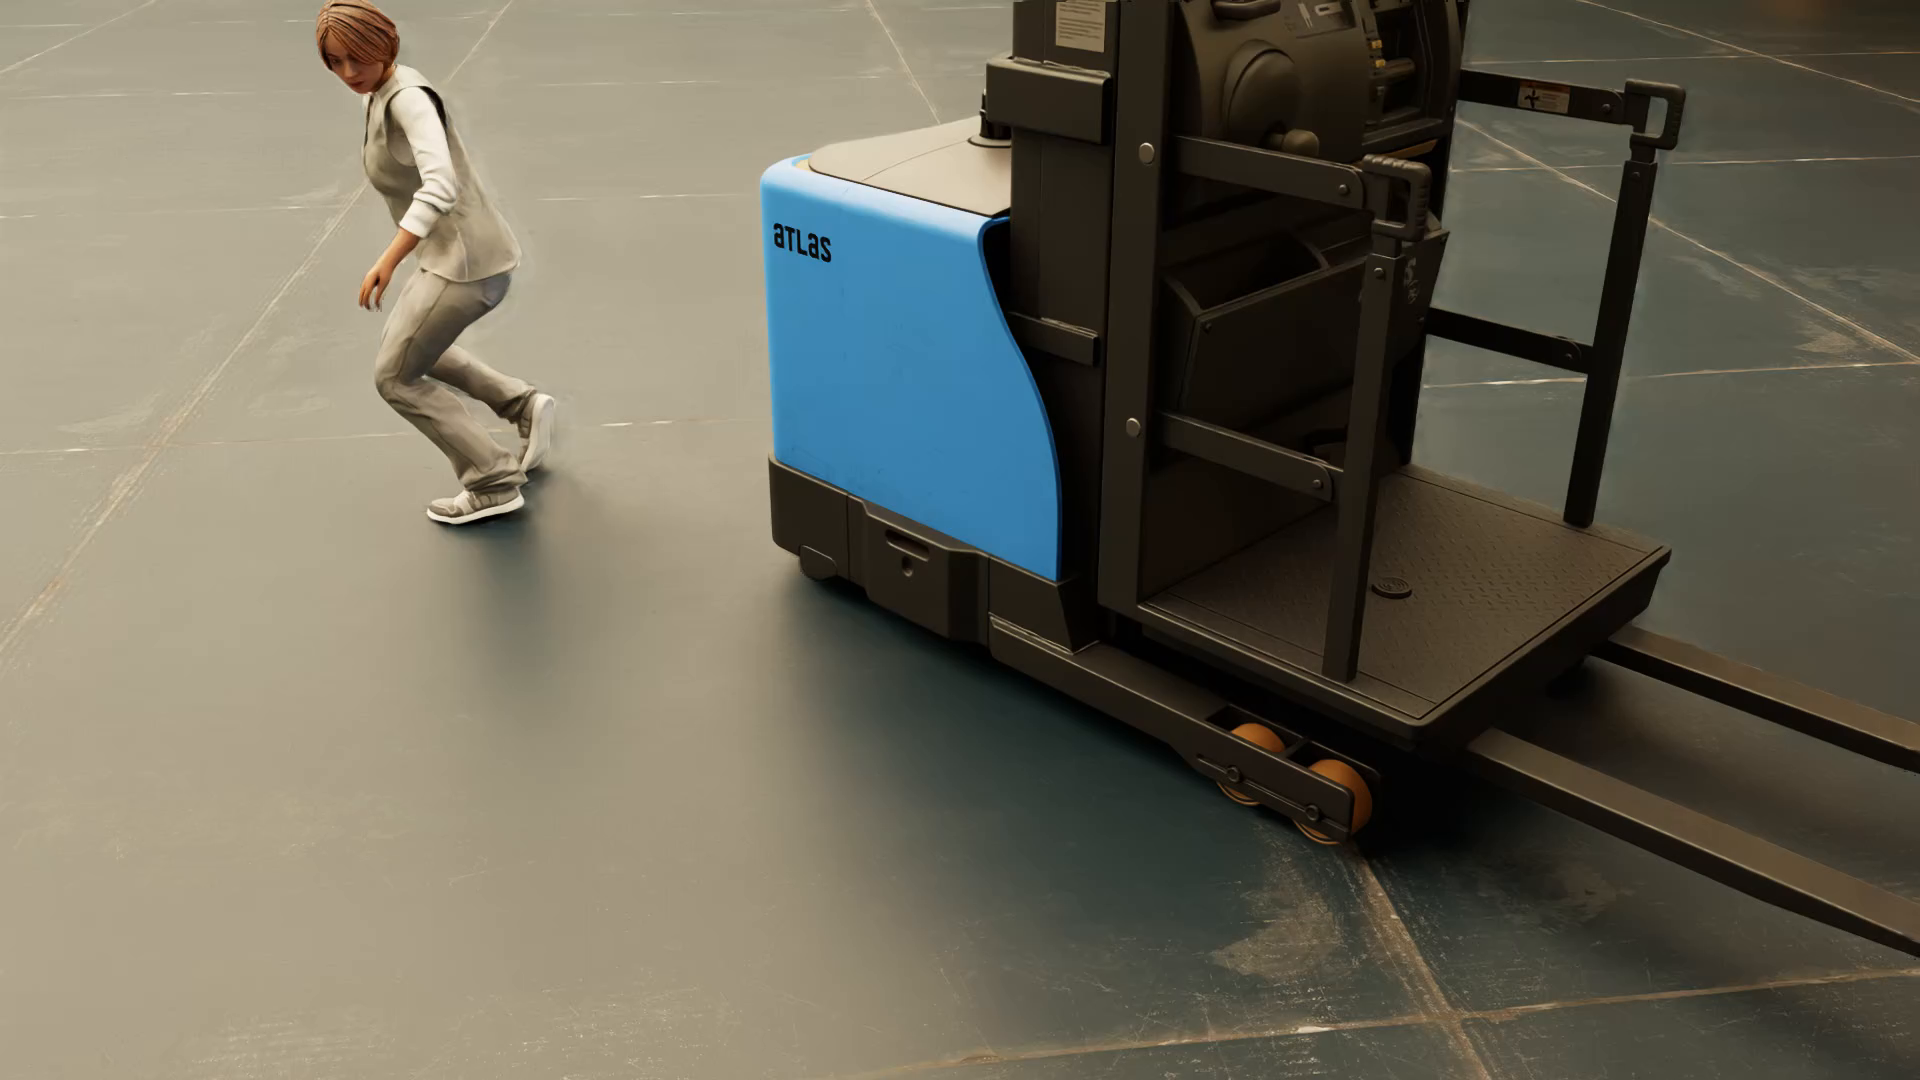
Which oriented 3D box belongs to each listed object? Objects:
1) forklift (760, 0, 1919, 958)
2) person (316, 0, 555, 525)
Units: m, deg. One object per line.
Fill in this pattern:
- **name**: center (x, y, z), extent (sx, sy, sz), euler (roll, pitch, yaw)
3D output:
- **forklift**: center (0.895, -0.964, 3.231), extent (3.031, 2.935, 1.130), euler (23, 34, 39)
- **person**: center (-1.423, -0.786, 4.627), extent (0.476, 1.430, 0.822), euler (-6, 26, -11)
